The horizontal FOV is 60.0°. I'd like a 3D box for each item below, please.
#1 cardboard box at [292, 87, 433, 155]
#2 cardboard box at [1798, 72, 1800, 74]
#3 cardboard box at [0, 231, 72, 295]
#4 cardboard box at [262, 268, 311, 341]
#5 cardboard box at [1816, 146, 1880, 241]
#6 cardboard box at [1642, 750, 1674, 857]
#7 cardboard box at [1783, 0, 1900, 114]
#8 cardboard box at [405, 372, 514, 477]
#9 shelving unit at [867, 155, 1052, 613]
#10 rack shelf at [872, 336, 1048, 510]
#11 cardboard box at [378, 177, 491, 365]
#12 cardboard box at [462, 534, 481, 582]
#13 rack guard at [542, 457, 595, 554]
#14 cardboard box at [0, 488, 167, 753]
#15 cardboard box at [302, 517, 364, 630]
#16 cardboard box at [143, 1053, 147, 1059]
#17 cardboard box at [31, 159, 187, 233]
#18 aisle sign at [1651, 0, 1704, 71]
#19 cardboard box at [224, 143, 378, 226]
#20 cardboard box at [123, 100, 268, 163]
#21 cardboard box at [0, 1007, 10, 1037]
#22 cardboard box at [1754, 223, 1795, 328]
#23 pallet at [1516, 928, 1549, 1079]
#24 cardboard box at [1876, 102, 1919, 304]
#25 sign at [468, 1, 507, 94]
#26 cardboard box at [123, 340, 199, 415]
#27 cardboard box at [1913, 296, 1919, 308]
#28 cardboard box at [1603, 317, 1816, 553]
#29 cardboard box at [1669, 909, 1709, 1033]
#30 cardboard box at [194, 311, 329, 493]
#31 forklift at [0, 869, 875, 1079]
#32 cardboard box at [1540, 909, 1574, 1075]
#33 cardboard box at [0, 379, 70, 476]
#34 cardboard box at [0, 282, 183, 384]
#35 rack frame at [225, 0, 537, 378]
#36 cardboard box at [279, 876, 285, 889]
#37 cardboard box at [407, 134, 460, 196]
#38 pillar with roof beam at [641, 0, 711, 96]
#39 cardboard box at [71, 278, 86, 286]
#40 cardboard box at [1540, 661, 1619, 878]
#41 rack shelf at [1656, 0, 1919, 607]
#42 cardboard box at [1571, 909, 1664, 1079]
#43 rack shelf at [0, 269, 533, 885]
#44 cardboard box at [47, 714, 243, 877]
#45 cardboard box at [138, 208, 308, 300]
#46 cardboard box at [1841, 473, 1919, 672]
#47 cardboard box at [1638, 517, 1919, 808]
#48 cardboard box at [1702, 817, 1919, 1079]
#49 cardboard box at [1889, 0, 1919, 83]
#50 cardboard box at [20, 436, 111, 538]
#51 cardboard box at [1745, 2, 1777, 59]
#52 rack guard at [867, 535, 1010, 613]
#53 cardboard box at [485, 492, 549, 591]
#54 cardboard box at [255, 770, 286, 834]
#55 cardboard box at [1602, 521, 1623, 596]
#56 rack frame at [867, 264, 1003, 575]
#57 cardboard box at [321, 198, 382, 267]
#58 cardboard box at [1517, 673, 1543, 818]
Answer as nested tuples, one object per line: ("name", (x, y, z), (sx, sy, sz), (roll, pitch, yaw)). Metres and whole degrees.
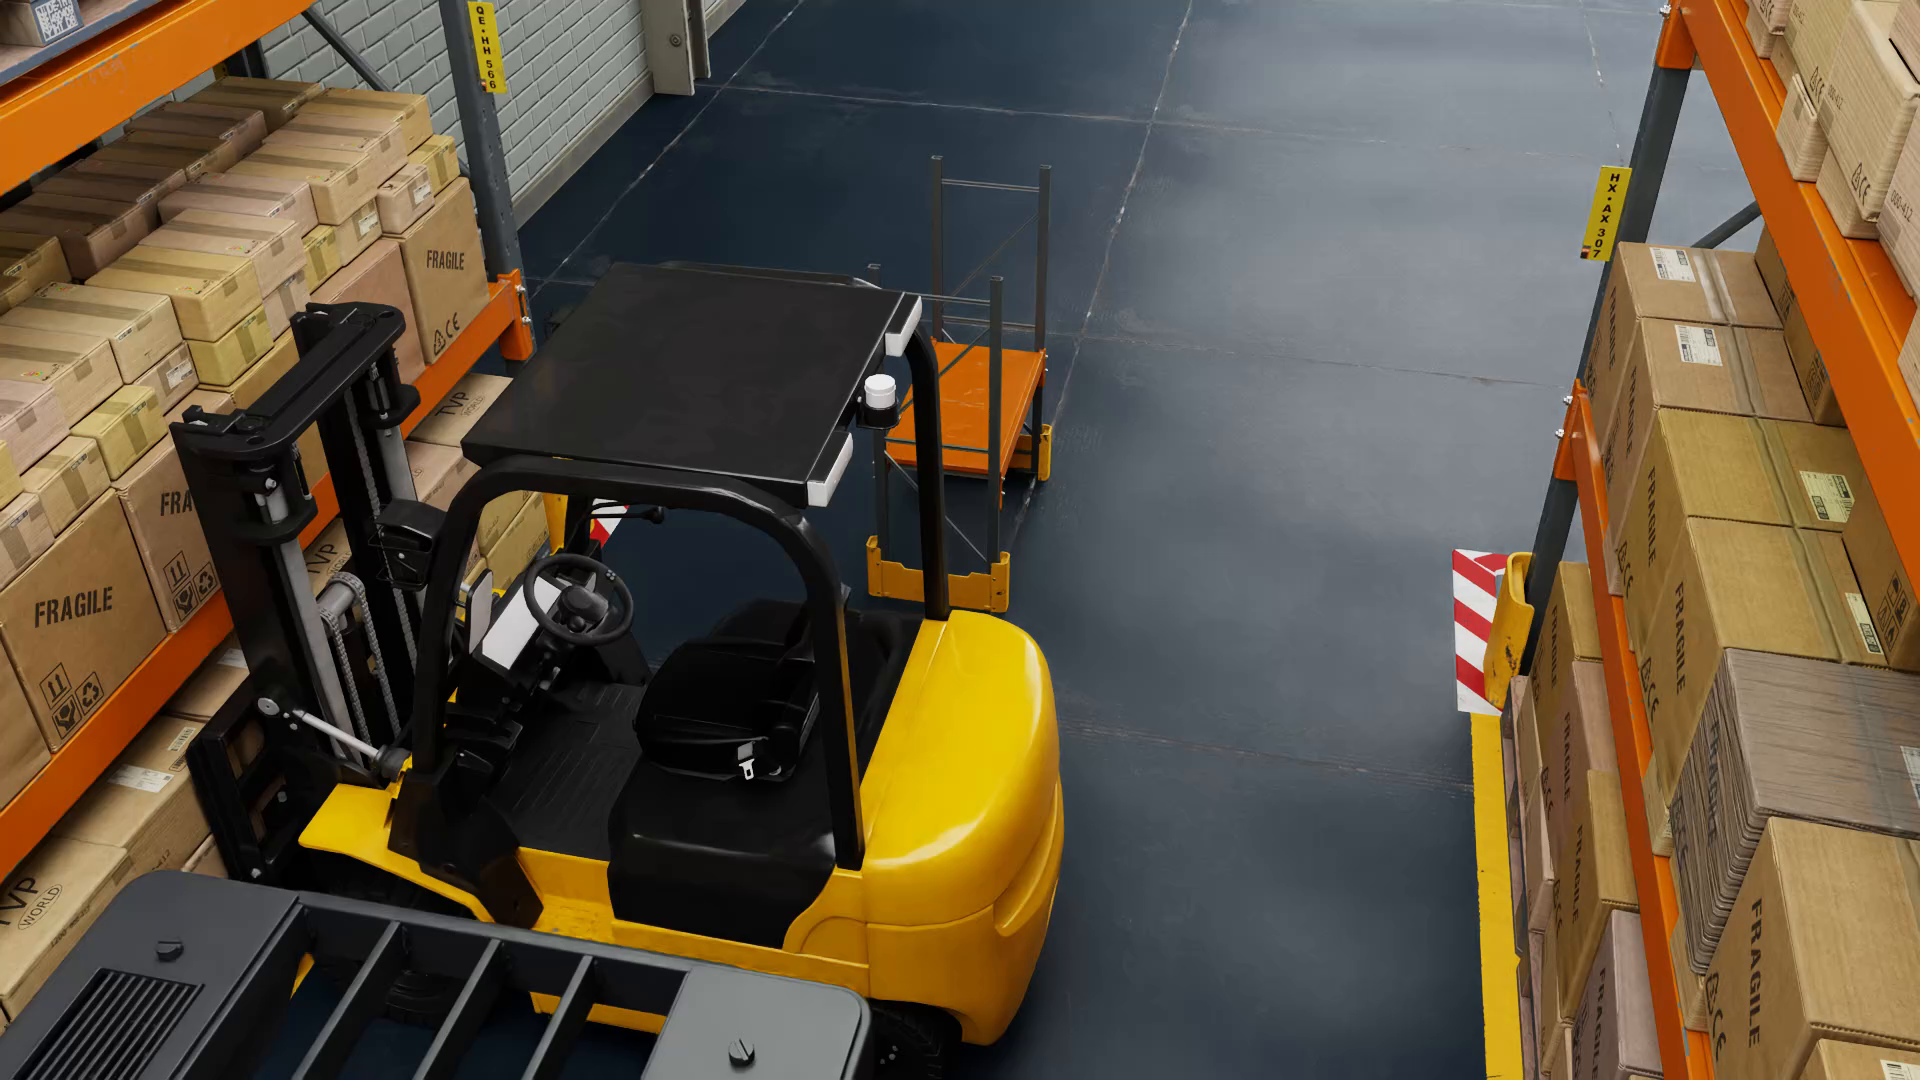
("cardboard box", (-2.083, -1.455, 5.810), (0.380, 0.149, 0.250), (7, 37, 10))
("cardboard box", (2.109, -0.999, 3.731), (0.380, 0.149, 0.250), (6, 36, 9))
("cardboard box", (-2.875, -0.790, 4.892), (0.380, 0.149, 0.250), (6, 36, 9))
("cardboard box", (-2.228, -0.741, 5.079), (0.380, 0.149, 0.250), (6, 36, 8))
("cardboard box", (1.961, -0.709, 3.330), (0.380, 0.149, 0.250), (6, 36, 9))
("cardboard box", (1.872, 0.652, 4.009), (0.380, 0.149, 0.250), (8, 37, 10))
("cardboard box", (2.067, -1.076, 3.496), (0.500, 0.250, 0.500), (8, 37, 11))
("cardboard box", (-2.006, -0.422, 6.409), (0.500, 0.250, 0.500), (8, 37, 12))
("shelving unit", (0.016, -0.651, 6.870), (0.587, 1.500, 1.083), (7, 37, 10))
("rack shelf", (0.018, -0.511, 6.983), (0.538, 0.185, 1.000), (7, 37, 10))
("cardboard box", (-2.061, -0.988, 5.973), (0.500, 0.500, 0.500), (7, 36, 9))
("cardboard box", (-2.128, 0.082, 6.140), (0.500, 0.250, 0.500), (7, 37, 10))
("rack guard", (-2.207, -0.265, 7.189), (1.175, 0.500, 0.348), (7, 37, 10))
("cardboard box", (-2.514, 0.177, 4.365), (0.500, 0.500, 0.500), (7, 37, 10))
("cardboard box", (-2.207, 0.162, 5.603), (0.500, 0.250, 0.500), (8, 37, 11))
("cardboard box", (-2.546, 1.445, 4.686), (0.500, 0.250, 0.500), (7, 36, 9))
("cardboard box", (-2.691, -1.082, 5.295), (0.380, 0.149, 0.250), (8, 37, 10))
("aisle sign", (2.348, -1.770, 4.921), (0.394, 0.787, 0.004), (7, 37, 10))
("cardboard box", (-2.134, -1.156, 5.398), (0.380, 0.149, 0.250), (8, 37, 11))
("cardboard box", (-2.610, -1.376, 5.701), (0.380, 0.149, 0.250), (9, 37, 12))
("cardboard box", (-2.656, 1.331, 3.991), (0.500, 0.250, 0.500), (7, 36, 9))
("cardboard box", (2.742, -0.889, 4.729), (0.700, 0.500, 0.500), (6, 36, 9))
("pallet", (2.151, 1.688, 4.741), (1.003, 0.211, 1.213), (7, 37, 10))
("cardboard box", (1.845, -0.491, 2.690), (0.500, 0.250, 0.500), (7, 36, 9))
("sign", (-1.685, -1.752, 5.923), (0.100, 0.325, 0.005), (7, 37, 10))
("cardboard box", (-2.404, -0.462, 4.693), (0.380, 0.149, 0.250), (7, 37, 10))
("cardboard box", (1.925, -0.408, 2.915), (0.380, 0.149, 0.250), (8, 37, 11))
("cardboard box", (2.158, -0.270, 4.728), (0.500, 0.500, 0.500), (8, 37, 11))
("cardboard box", (1.768, 0.947, 3.602), (0.380, 0.149, 0.250), (7, 36, 9))
("cardboard box", (-2.290, -0.398, 5.158), (0.500, 0.500, 0.500), (7, 36, 9))
("forklift", (-0.733, 1.621, 2.516), (1.130, 2.935, 3.031), (7, 37, 10))
("cardboard box", (1.975, 1.334, 4.838), (0.500, 0.250, 0.500), (10, 37, 13))
("cardboard box", (-2.511, -0.287, 4.199), (0.380, 0.149, 0.250), (7, 37, 10))
("cardboard box", (-2.405, -0.575, 4.596), (0.380, 0.149, 0.250), (8, 37, 11))
("rack frame", (-2.212, -1.263, 6.437), (1.000, 3.000, 0.127), (7, 37, 10))
("cardboard box", (-2.324, 0.859, 5.493), (0.500, 0.250, 0.500), (8, 37, 11))
("cardboard box", (-2.012, -1.332, 5.894), (0.380, 0.149, 0.250), (8, 37, 11))
("pillar with roof beam", (2.246, -6.306, 8.283), (9.100, 9.000, 0.400), (7, 37, 10))
("cardboard box", (-2.828, -0.830, 5.202), (0.380, 0.149, 0.250), (8, 37, 10))
("cardboard box", (2.084, 0.738, 5.021), (0.500, 0.500, 0.500), (6, 36, 8))
("rack shelf", (2.211, -0.420, 3.330), (1.077, 0.370, 4.000), (7, 37, 10))
("cardboard box", (1.863, 1.333, 4.202), (0.500, 0.500, 0.500), (9, 37, 12))
("rack shelf", (-2.639, 0.175, 5.066), (1.077, 0.370, 4.000), (7, 37, 10))
("cardboard box", (-2.442, 0.752, 4.790), (0.500, 0.250, 0.500), (9, 37, 12))
("cardboard box", (-2.207, -0.860, 4.988), (0.380, 0.149, 0.250), (8, 37, 11))
("cardboard box", (2.376, -0.025, 3.538), (0.700, 0.500, 0.500), (7, 37, 10))
("cardboard box", (1.950, 0.315, 3.921), (0.500, 0.500, 0.500), (7, 36, 9))
("cardboard box", (1.739, 0.907, 3.103), (0.500, 0.500, 0.500), (9, 37, 12))
("cardboard box", (1.876, -0.895, 2.908), (0.380, 0.149, 0.250), (8, 37, 11))
("cardboard box", (-2.440, -0.153, 4.267), (0.380, 0.149, 0.250), (6, 36, 8))
("cardboard box", (2.191, -1.297, 4.142), (0.380, 0.149, 0.250), (8, 37, 11))
("rack guard", (-0.090, 0.141, 6.843), (0.587, 0.250, 0.087), (7, 37, 10))
("cardboard box", (-2.004, -0.011, 6.694), (0.500, 0.250, 0.500), (8, 37, 10))
("cardboard box", (-2.328, 0.667, 5.333), (0.500, 0.250, 0.500), (7, 37, 10))
("cardboard box", (2.088, 0.056, 4.831), (0.380, 0.149, 0.250), (8, 37, 11))
("rack frame", (-0.090, -0.365, 6.475), (0.500, 1.500, 0.032), (7, 37, 10))
("cardboard box", (-2.153, -1.041, 5.492), (0.380, 0.149, 0.250), (8, 37, 11))
("cardboard box", (2.195, 0.728, 5.675), (0.500, 0.250, 0.500), (7, 37, 10))
